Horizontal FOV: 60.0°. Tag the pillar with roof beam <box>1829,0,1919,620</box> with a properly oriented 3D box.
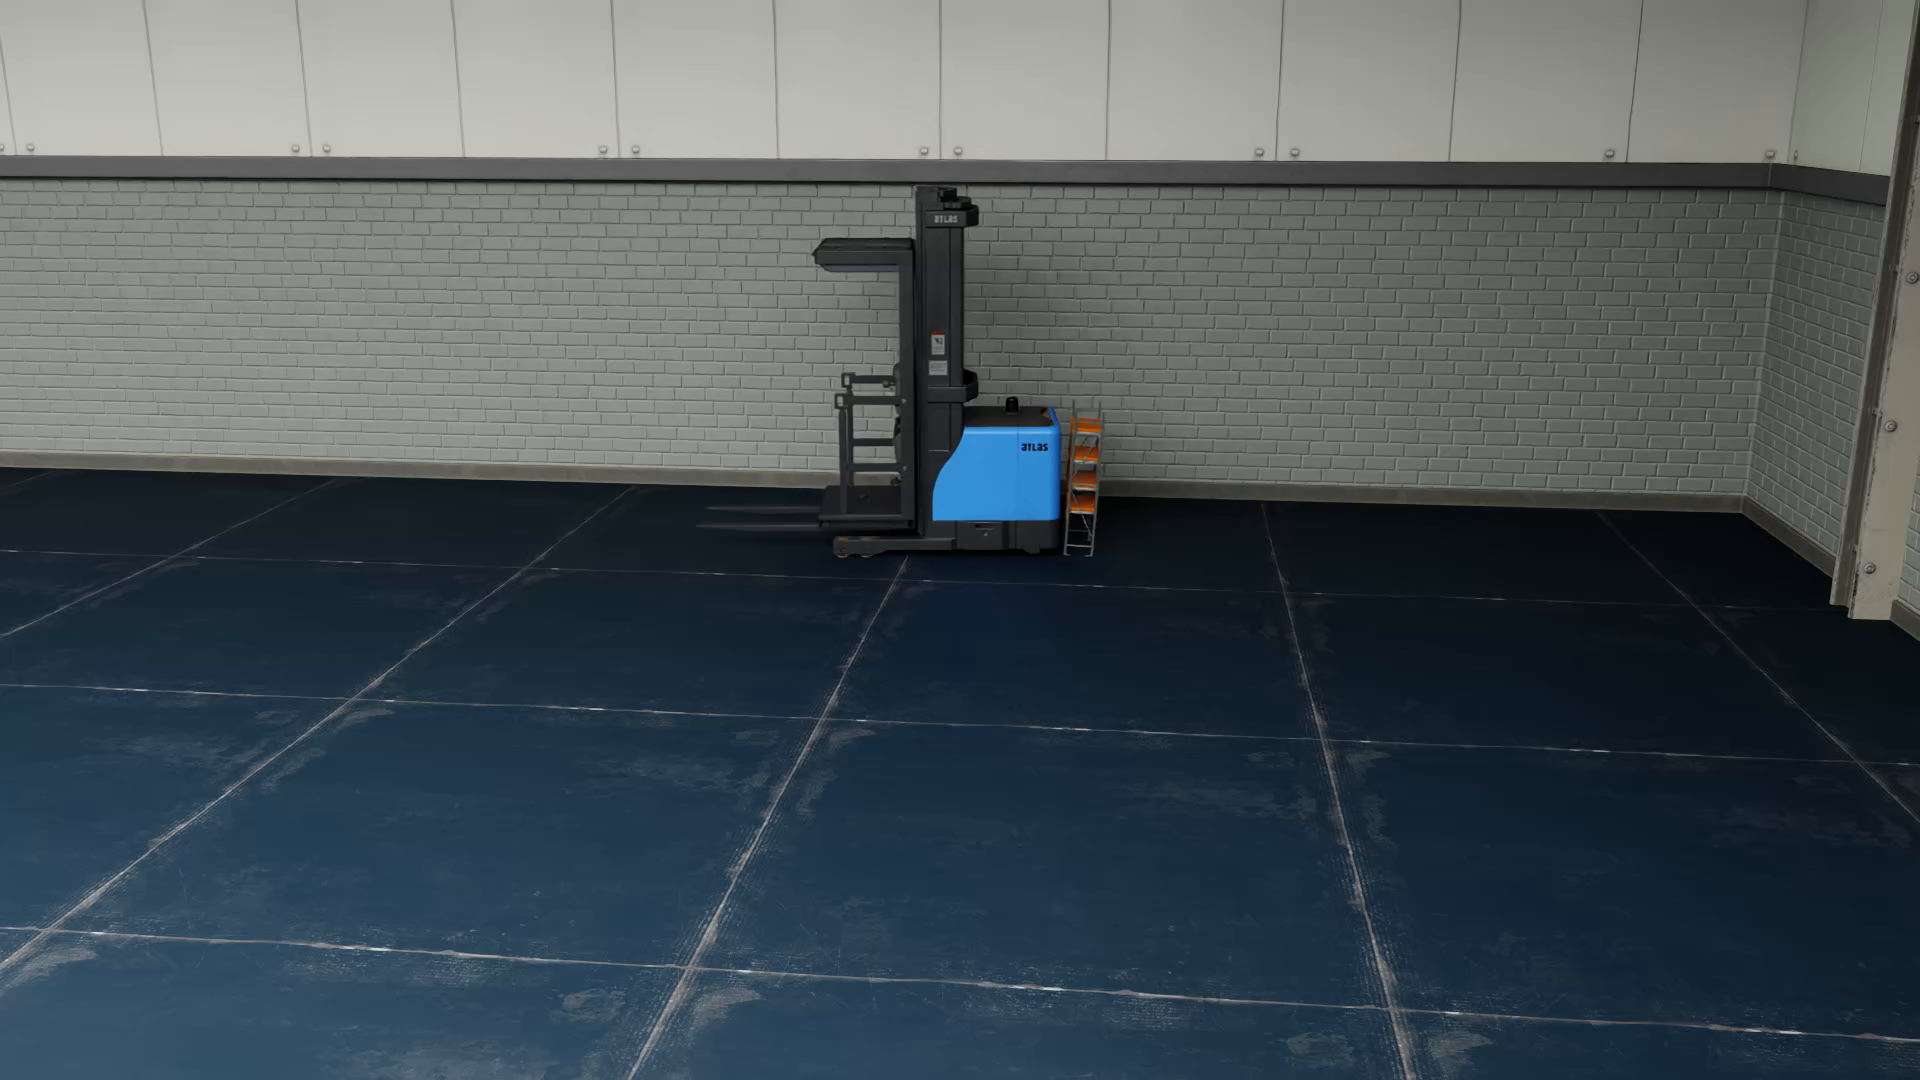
[{"bbox_3d":[2.352,-3.948,11.523,9.100,9.000,0.400,2,15,6],"label":"pillar with roof beam"}]

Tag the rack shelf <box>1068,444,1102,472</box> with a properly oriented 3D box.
[{"bbox_3d":[1.024,-0.665,13.693,0.258,0.148,0.480,4,15,1],"label":"rack shelf"}]

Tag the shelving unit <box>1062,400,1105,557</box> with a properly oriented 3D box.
[{"bbox_3d":[1.014,-0.514,13.735,0.258,1.200,0.503,4,15,1],"label":"shelving unit"}]

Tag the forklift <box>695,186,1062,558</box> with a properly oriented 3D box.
[{"bbox_3d":[-0.684,-1.407,13.749,3.031,2.935,1.130,0,15,-1],"label":"forklift"}]

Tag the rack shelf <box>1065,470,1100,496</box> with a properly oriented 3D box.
[{"bbox_3d":[1.010,-0.449,13.752,0.258,0.148,0.480,4,15,1],"label":"rack shelf"}]

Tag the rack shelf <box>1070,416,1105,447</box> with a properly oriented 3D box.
[{"bbox_3d":[1.038,-0.892,13.631,0.258,0.148,0.480,4,15,1],"label":"rack shelf"}]

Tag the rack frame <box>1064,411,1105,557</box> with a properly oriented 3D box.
[{"bbox_3d":[1.008,-0.450,13.499,0.240,1.200,0.015,4,15,1],"label":"rack frame"}]

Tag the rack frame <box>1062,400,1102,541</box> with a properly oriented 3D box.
[{"bbox_3d":[1.021,-0.578,13.970,0.240,1.200,0.015,4,15,1],"label":"rack frame"}]

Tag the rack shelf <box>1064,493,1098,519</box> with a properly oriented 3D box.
[{"bbox_3d":[0.998,-0.258,13.804,0.258,0.148,0.480,4,15,1],"label":"rack shelf"}]
